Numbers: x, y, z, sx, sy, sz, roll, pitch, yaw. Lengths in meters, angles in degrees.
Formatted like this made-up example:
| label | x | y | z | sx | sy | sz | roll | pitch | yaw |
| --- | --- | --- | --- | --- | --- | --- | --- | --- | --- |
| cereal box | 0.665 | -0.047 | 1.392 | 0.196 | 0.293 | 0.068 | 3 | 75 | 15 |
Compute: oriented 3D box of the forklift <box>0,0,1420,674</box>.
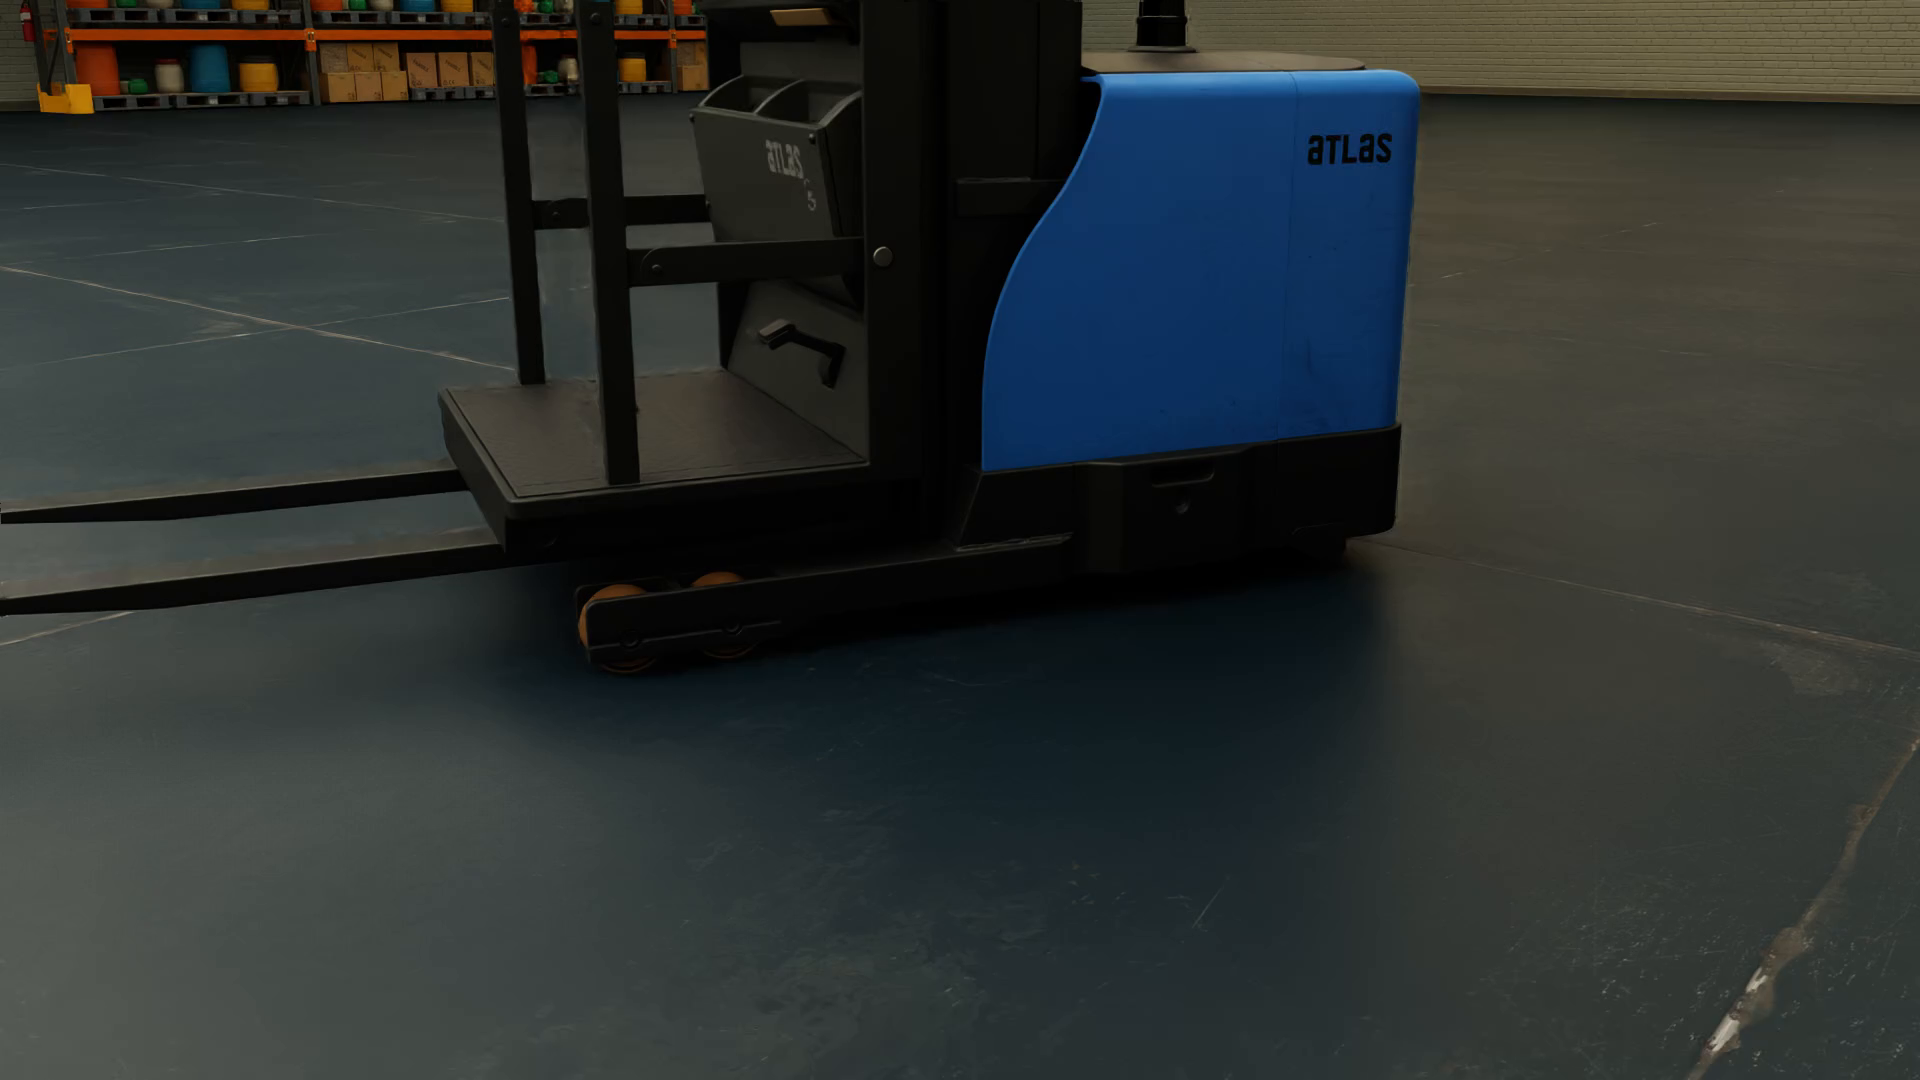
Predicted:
| label | x | y | z | sx | sy | sz | roll | pitch | yaw |
| --- | --- | --- | --- | --- | --- | --- | --- | --- | --- |
| forklift | -0.570 | -1.325 | 3.261 | 3.031 | 2.935 | 1.130 | -7 | 18 | -22 |
